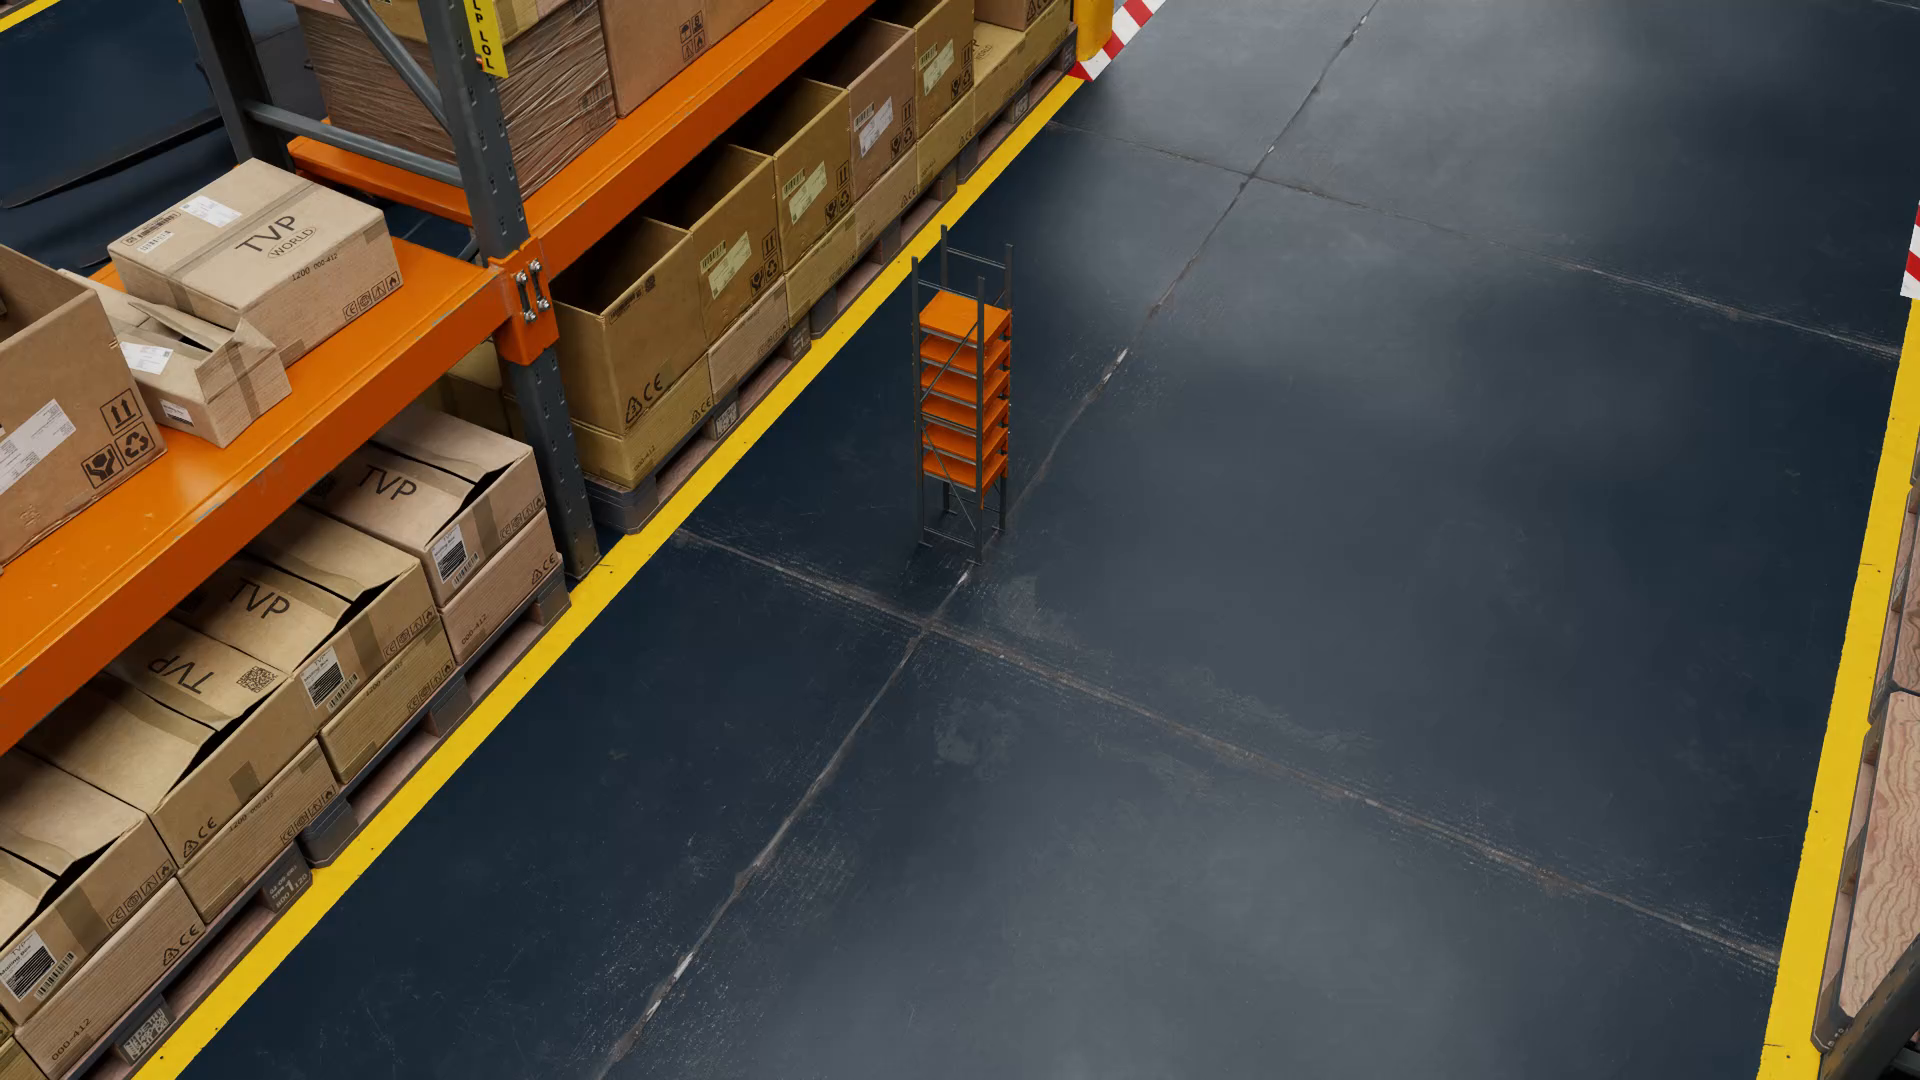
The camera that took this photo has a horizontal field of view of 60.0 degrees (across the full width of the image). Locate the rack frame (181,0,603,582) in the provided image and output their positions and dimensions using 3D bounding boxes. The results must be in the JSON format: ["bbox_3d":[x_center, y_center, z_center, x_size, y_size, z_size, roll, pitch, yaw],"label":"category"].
[{"bbox_3d":[-1.694,-1.115,4.743,1.000,3.000,0.127,20,49,19],"label":"rack frame"}]

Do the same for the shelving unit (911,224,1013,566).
[{"bbox_3d":[0.007,-0.431,5.332,0.258,1.200,0.189,20,49,19],"label":"shelving unit"}]

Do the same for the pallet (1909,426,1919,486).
[{"bbox_3d":[4.108,-0.474,6.070,1.003,0.211,1.213,20,49,19],"label":"pallet"}]

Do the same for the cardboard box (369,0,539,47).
[{"bbox_3d":[-1.398,-1.484,4.581,0.380,0.149,0.250,20,49,19],"label":"cardboard box"}]

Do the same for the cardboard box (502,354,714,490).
[{"bbox_3d":[-1.210,-0.489,5.762,0.500,0.250,0.500,20,49,19],"label":"cardboard box"}]

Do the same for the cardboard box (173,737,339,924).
[{"bbox_3d":[-2.103,0.701,4.586,0.500,0.250,0.500,21,49,20],"label":"cardboard box"}]

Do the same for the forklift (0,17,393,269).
[{"bbox_3d":[-2.668,-2.891,6.547,1.130,2.935,3.031,33,54,28],"label":"forklift"}]

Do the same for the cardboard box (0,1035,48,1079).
[{"bbox_3d":[-2.579,1.344,3.951,0.500,0.250,0.500,19,48,18],"label":"cardboard box"}]

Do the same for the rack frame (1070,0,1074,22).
[{"bbox_3d":[0.163,-3.635,7.234,1.000,3.000,0.127,20,49,19],"label":"rack frame"}]

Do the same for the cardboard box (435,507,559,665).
[{"bbox_3d":[-1.630,0.060,5.219,0.500,0.250,0.500,20,49,19],"label":"cardboard box"}]

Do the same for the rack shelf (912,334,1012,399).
[{"bbox_3d":[0.007,-0.568,5.193,0.258,0.103,0.180,20,49,19],"label":"rack shelf"}]

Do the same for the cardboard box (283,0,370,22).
[{"bbox_3d":[-1.758,-1.621,4.716,0.380,0.149,0.250,20,49,19],"label":"cardboard box"}]

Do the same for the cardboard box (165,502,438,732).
[{"bbox_3d":[-1.864,0.186,4.701,0.500,0.311,0.500,22,49,20],"label":"cardboard box"}]

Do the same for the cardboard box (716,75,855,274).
[{"bbox_3d":[-0.738,-1.379,6.115,0.500,0.500,0.500,20,49,19],"label":"cardboard box"}]

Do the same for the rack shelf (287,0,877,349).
[{"bbox_3d":[-0.766,-2.122,6.245,1.077,0.370,4.000,20,49,19],"label":"rack shelf"}]

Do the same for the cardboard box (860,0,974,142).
[{"bbox_3d":[-0.274,-2.009,6.737,0.500,0.500,0.500,20,49,19],"label":"cardboard box"}]

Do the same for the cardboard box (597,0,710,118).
[{"bbox_3d":[-1.255,-1.767,5.317,0.700,0.500,0.500,20,49,19],"label":"cardboard box"}]

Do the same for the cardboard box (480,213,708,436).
[{"bbox_3d":[-1.202,-0.749,5.492,0.500,0.500,0.500,20,49,19],"label":"cardboard box"}]

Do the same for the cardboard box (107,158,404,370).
[{"bbox_3d":[-1.884,-0.738,4.476,0.500,0.250,0.500,23,50,21],"label":"cardboard box"}]

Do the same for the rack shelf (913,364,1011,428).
[{"bbox_3d":[0.007,-0.484,5.279,0.258,0.103,0.180,20,49,19],"label":"rack shelf"}]

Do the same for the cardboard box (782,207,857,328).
[{"bbox_3d":[-0.737,-1.115,6.381,0.500,0.250,0.500,20,49,19],"label":"cardboard box"}]

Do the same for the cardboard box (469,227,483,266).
[{"bbox_3d":[-1.430,-1.236,5.973,0.500,0.500,0.500,20,49,19],"label":"cardboard box"}]

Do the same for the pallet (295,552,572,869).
[{"bbox_3d":[-2.002,0.342,5.264,1.003,0.211,1.213,20,49,19],"label":"pallet"}]

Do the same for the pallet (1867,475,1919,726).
[{"bbox_3d":[3.541,0.292,5.313,1.003,0.211,1.213,20,49,19],"label":"pallet"}]

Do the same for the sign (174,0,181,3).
[{"bbox_3d":[-2.187,-1.630,4.588,0.100,0.325,0.005,20,49,19],"label":"sign"}]

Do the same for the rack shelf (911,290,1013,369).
[{"bbox_3d":[0.007,-0.653,5.108,0.258,0.103,0.180,20,49,19],"label":"rack shelf"}]

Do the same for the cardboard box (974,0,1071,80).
[{"bbox_3d":[0.175,-2.381,7.632,0.500,0.250,0.500,20,49,19],"label":"cardboard box"}]

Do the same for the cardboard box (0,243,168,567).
[{"bbox_3d":[-2.310,-0.340,3.907,0.500,0.500,0.500,24,50,22],"label":"cardboard box"}]

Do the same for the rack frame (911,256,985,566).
[{"bbox_3d":[-0.036,-0.373,5.275,0.240,1.200,0.006,20,49,19],"label":"rack frame"}]

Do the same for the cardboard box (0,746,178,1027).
[{"bbox_3d":[-2.335,0.815,4.079,0.500,0.311,0.500,20,49,19],"label":"cardboard box"}]

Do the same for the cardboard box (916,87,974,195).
[{"bbox_3d":[-0.277,-1.746,7.005,0.500,0.250,0.500,20,49,19],"label":"cardboard box"}]

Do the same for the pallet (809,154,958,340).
[{"bbox_3d":[-0.723,-1.394,6.979,1.003,0.211,1.213,20,49,19],"label":"pallet"}]
